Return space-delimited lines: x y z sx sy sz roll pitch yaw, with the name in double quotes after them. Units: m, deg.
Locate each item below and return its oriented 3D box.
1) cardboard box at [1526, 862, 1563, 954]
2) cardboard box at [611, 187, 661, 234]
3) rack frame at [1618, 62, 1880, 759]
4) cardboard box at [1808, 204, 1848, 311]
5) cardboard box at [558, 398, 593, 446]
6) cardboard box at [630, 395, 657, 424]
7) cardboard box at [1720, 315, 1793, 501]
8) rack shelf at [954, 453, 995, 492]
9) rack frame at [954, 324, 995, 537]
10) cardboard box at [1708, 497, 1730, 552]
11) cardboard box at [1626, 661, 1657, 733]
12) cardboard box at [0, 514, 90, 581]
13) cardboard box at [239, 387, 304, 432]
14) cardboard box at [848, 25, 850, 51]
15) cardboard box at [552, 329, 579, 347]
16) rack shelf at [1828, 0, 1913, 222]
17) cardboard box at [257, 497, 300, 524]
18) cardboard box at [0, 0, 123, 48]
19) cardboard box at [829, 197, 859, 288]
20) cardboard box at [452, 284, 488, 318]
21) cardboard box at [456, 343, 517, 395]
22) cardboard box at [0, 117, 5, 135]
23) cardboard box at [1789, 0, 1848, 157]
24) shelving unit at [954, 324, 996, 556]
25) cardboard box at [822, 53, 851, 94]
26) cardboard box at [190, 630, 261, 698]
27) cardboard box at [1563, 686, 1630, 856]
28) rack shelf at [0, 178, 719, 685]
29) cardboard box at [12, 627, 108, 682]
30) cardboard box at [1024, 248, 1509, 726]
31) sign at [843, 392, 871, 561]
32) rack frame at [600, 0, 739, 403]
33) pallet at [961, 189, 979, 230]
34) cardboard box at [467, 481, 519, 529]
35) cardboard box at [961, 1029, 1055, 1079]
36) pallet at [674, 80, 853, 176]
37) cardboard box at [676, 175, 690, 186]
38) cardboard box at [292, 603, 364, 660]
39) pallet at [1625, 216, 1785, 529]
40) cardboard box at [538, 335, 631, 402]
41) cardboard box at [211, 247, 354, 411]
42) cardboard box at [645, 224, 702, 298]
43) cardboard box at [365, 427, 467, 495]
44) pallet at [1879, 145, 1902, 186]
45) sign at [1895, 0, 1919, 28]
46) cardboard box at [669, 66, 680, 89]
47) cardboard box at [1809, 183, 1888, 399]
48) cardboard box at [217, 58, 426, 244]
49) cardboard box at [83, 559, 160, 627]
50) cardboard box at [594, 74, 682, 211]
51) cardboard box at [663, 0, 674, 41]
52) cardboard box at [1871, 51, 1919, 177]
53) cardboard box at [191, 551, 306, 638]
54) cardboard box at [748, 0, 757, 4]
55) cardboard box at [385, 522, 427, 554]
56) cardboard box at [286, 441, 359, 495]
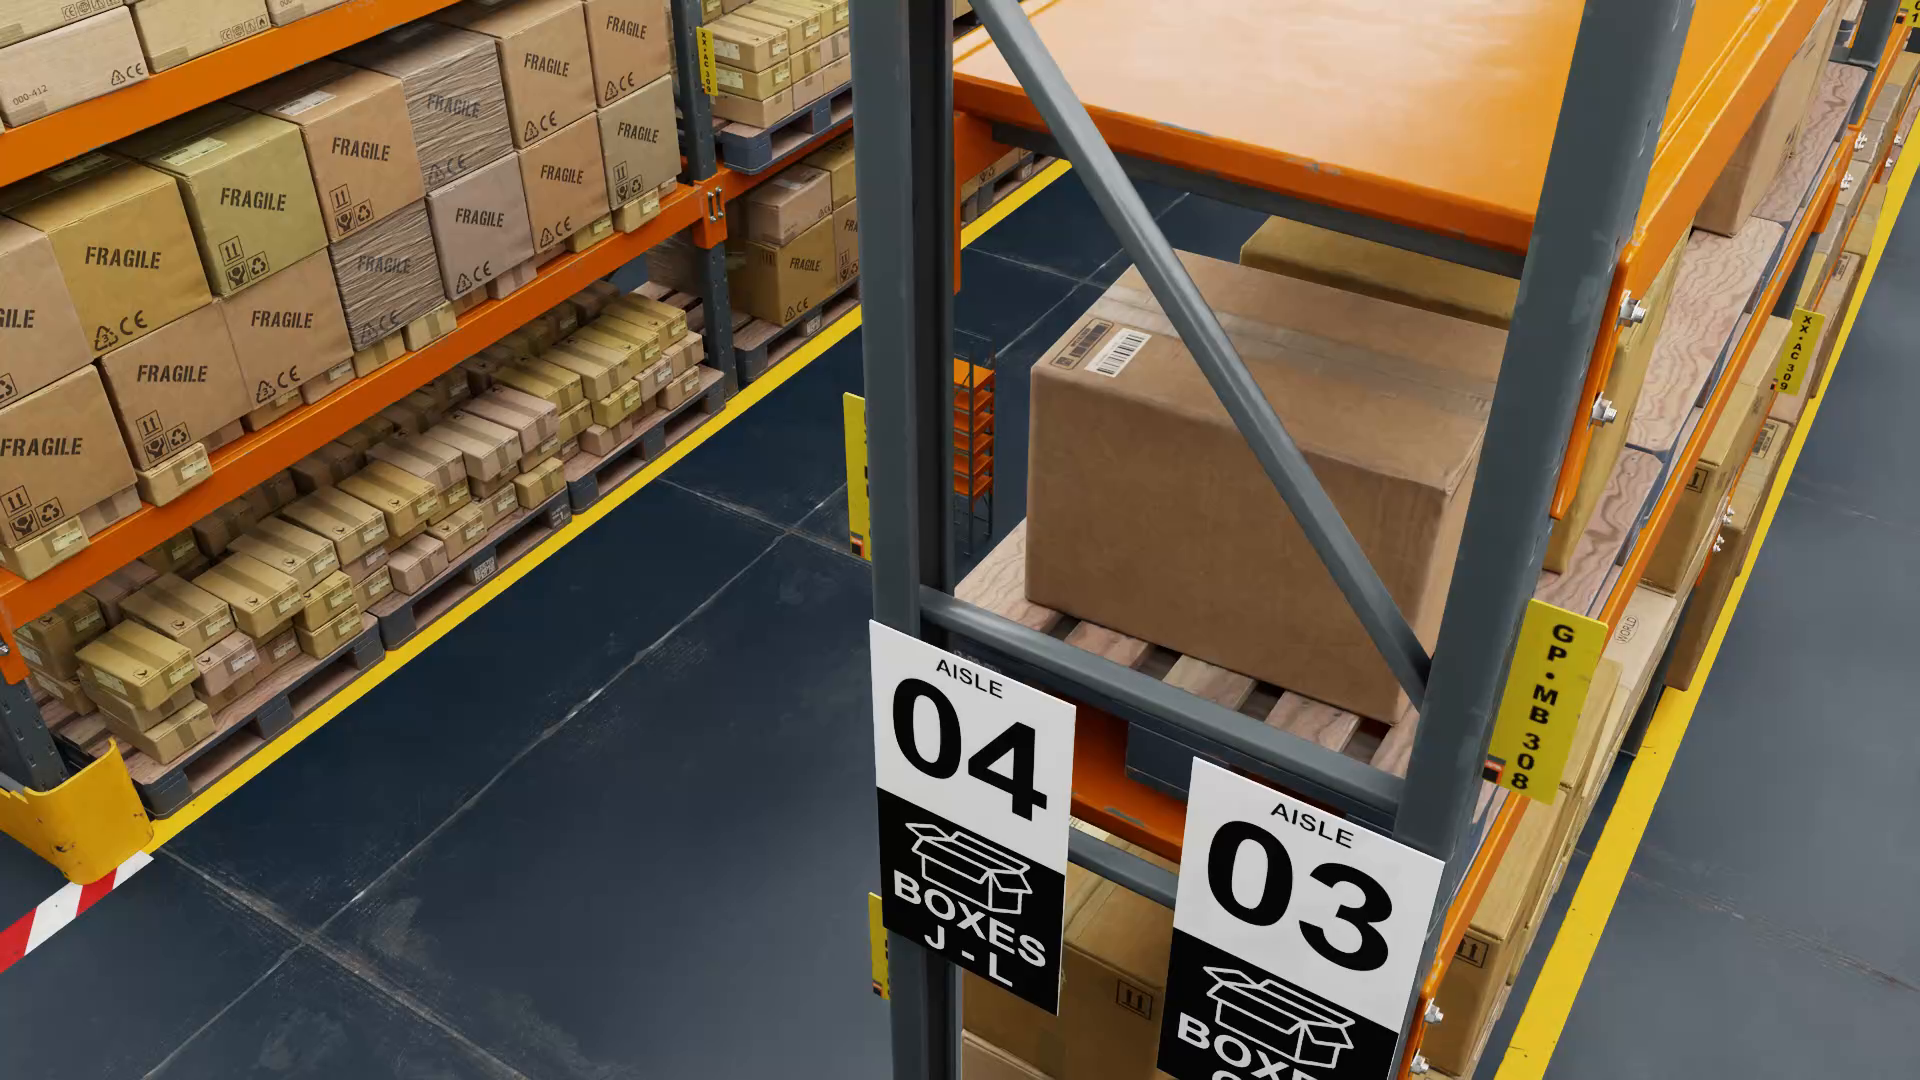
1.463 0.962 4.691 0.380 0.149 0.250 21 42 25 "cardboard box"
-1.685 -1.644 8.071 0.380 0.149 0.250 20 42 24 "cardboard box"
2.450 -0.461 6.331 1.000 3.000 0.127 21 42 25 "rack frame"
3.445 -1.173 7.173 0.500 0.500 0.500 20 42 24 "cardboard box"
-2.064 -0.640 8.310 0.380 0.149 0.250 22 43 26 "cardboard box"
-1.816 -0.753 8.700 0.380 0.149 0.250 22 43 26 "cardboard box"
2.430 -0.492 5.636 0.500 0.500 0.500 22 43 26 "cardboard box"
0.008 -0.352 7.933 0.258 0.103 0.180 21 42 25 "rack shelf"
0.057 -0.530 7.894 0.240 1.200 0.006 21 42 25 "rack frame"
2.564 -0.097 6.064 0.380 0.149 0.250 21 43 25 "cardboard box"
2.013 0.434 5.376 0.380 0.149 0.250 22 43 26 "cardboard box"
-3.376 -0.034 5.982 0.380 0.149 0.250 21 42 25 "cardboard box"
-2.896 -0.610 6.730 0.380 0.149 0.250 21 42 25 "cardboard box"
-0.670 -2.774 8.950 0.380 0.149 0.250 19 42 23 "cardboard box"
-2.208 -1.049 8.840 0.380 0.149 0.250 21 43 25 "cardboard box"
3.522 -2.395 6.972 1.077 0.370 4.000 21 42 25 "rack shelf"
-3.241 -0.134 7.653 0.380 0.149 0.250 22 43 26 "cardboard box"
-3.093 -1.811 5.338 0.500 0.250 0.500 21 42 25 "cardboard box"
-0.782 -1.879 9.874 0.500 0.500 0.500 23 43 27 "cardboard box"
-2.339 -1.137 7.413 0.380 0.149 0.250 21 42 24 "cardboard box"
-2.455 -0.888 8.388 0.380 0.149 0.250 20 42 24 "cardboard box"
-3.370 -1.350 5.150 0.500 0.250 0.500 23 43 27 "cardboard box"
2.082 -1.471 4.677 0.700 0.500 0.500 19 41 23 "cardboard box"
0.008 -0.483 7.833 0.258 1.200 0.189 21 42 25 "shelving unit"
-0.803 -2.527 8.873 0.380 0.149 0.250 21 43 25 "cardboard box"
-3.135 0.463 6.880 0.380 0.149 0.250 21 42 25 "cardboard box"
1.613 0.585 4.853 0.500 0.250 0.500 20 42 24 "cardboard box"
-2.755 -0.820 7.385 1.077 0.370 4.000 21 42 25 "rack shelf"
-3.785 0.406 6.953 0.380 0.149 0.250 20 42 24 "cardboard box"
0.541 -0.118 2.921 0.700 0.500 0.500 19 41 23 "cardboard box"
-0.143 -0.091 2.733 0.100 0.325 0.005 21 42 25 "sign"
-1.683 -2.136 8.503 1.000 3.000 0.127 21 42 25 "rack frame"
-0.615 -2.064 10.695 1.003 0.211 1.213 21 42 25 "pallet"
-2.357 -0.213 8.000 0.380 0.149 0.250 22 43 26 "cardboard box"
0.343 1.206 4.047 0.500 0.250 0.500 20 42 24 "cardboard box"
-1.151 -2.406 9.011 1.003 0.211 1.213 21 42 25 "pallet"
-1.498 -2.076 9.514 0.500 0.250 0.500 20 42 24 "cardboard box"
-2.848 0.336 7.288 0.380 0.149 0.250 22 43 26 "cardboard box"
1.349 -0.569 4.087 1.003 0.211 1.213 21 42 25 "pallet"
-1.885 -0.864 8.358 0.380 0.149 0.250 21 42 25 "cardboard box"
-2.814 -0.905 6.580 0.500 0.500 0.500 22 43 26 "cardboard box"
-1.500 -1.776 9.740 0.500 0.500 0.500 20 42 24 "cardboard box"
-2.517 -0.351 7.692 0.380 0.149 0.250 21 42 25 "cardboard box"
5.668 -2.448 11.191 1.003 0.211 1.213 21 42 25 "pallet"
2.920 -1.704 4.998 0.100 0.325 0.005 21 42 25 "sign"
-1.638 -2.472 8.801 0.380 0.149 0.250 20 42 24 "cardboard box"
4.206 -1.499 9.073 1.225 0.875 0.875 19 42 23 "cardboard box"
-2.529 -1.558 6.610 0.500 0.500 0.500 20 42 24 "cardboard box"
-3.574 0.187 6.994 0.380 0.149 0.250 22 43 26 "cardboard box"
-1.704 -1.951 7.938 0.500 0.500 0.500 21 42 25 "cardboard box"
-1.633 -2.709 8.621 0.380 0.149 0.250 23 43 27 "cardboard box"
4.538 -2.227 8.540 0.500 0.500 0.500 23 43 26 "cardboard box"
-2.970 0.225 6.944 0.380 0.149 0.250 21 42 25 "cardboard box"
-1.219 -2.995 9.236 0.380 0.149 0.250 20 42 24 "cardboard box"
-2.677 -0.110 7.623 0.380 0.149 0.250 23 43 27 "cardboard box"
-3.018 -0.357 7.699 0.380 0.149 0.250 20 42 24 "cardboard box"
